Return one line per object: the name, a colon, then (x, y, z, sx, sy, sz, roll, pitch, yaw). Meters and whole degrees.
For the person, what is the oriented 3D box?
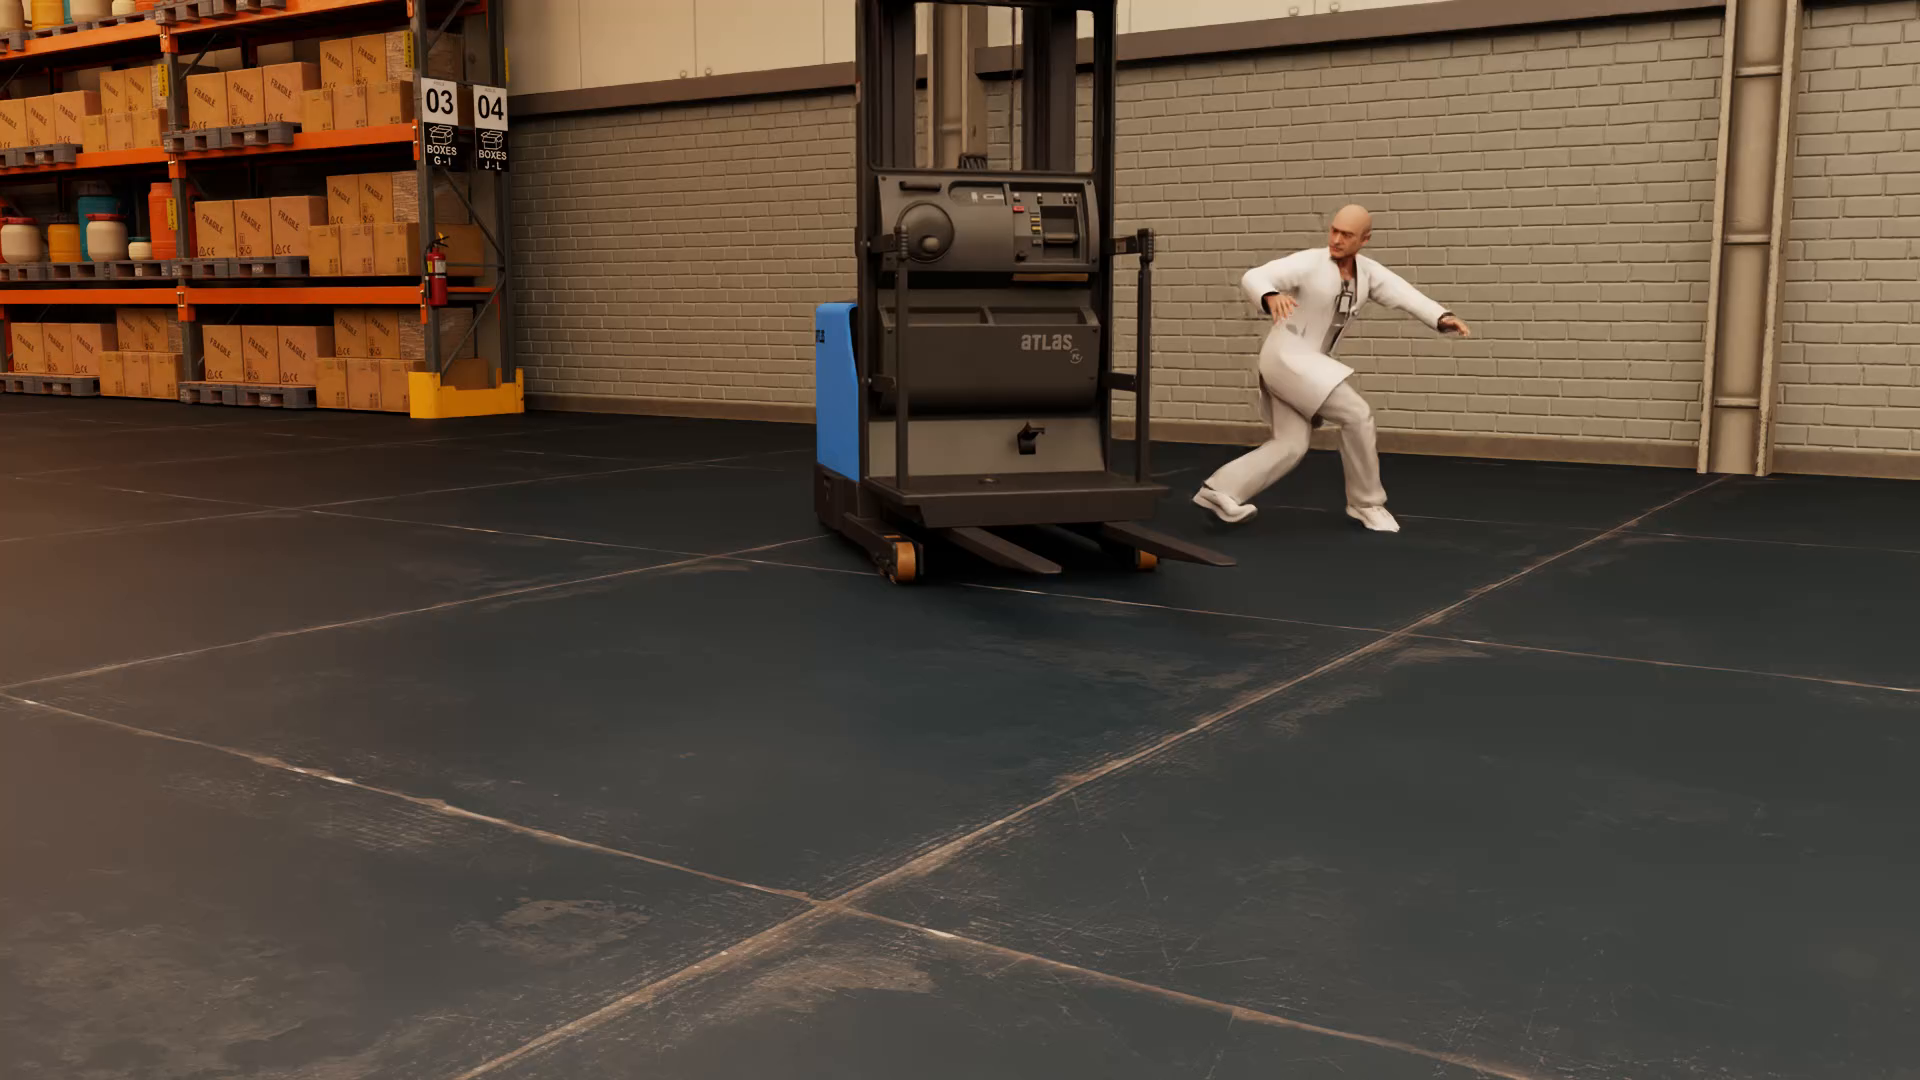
person: (1.747, -0.783, 7.821, 1.171, 1.564, 0.982, 5, 10, 33)

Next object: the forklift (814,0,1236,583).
forklift: (0.181, -1.344, 6.646, 1.130, 2.935, 3.031, -2, 8, -15)
